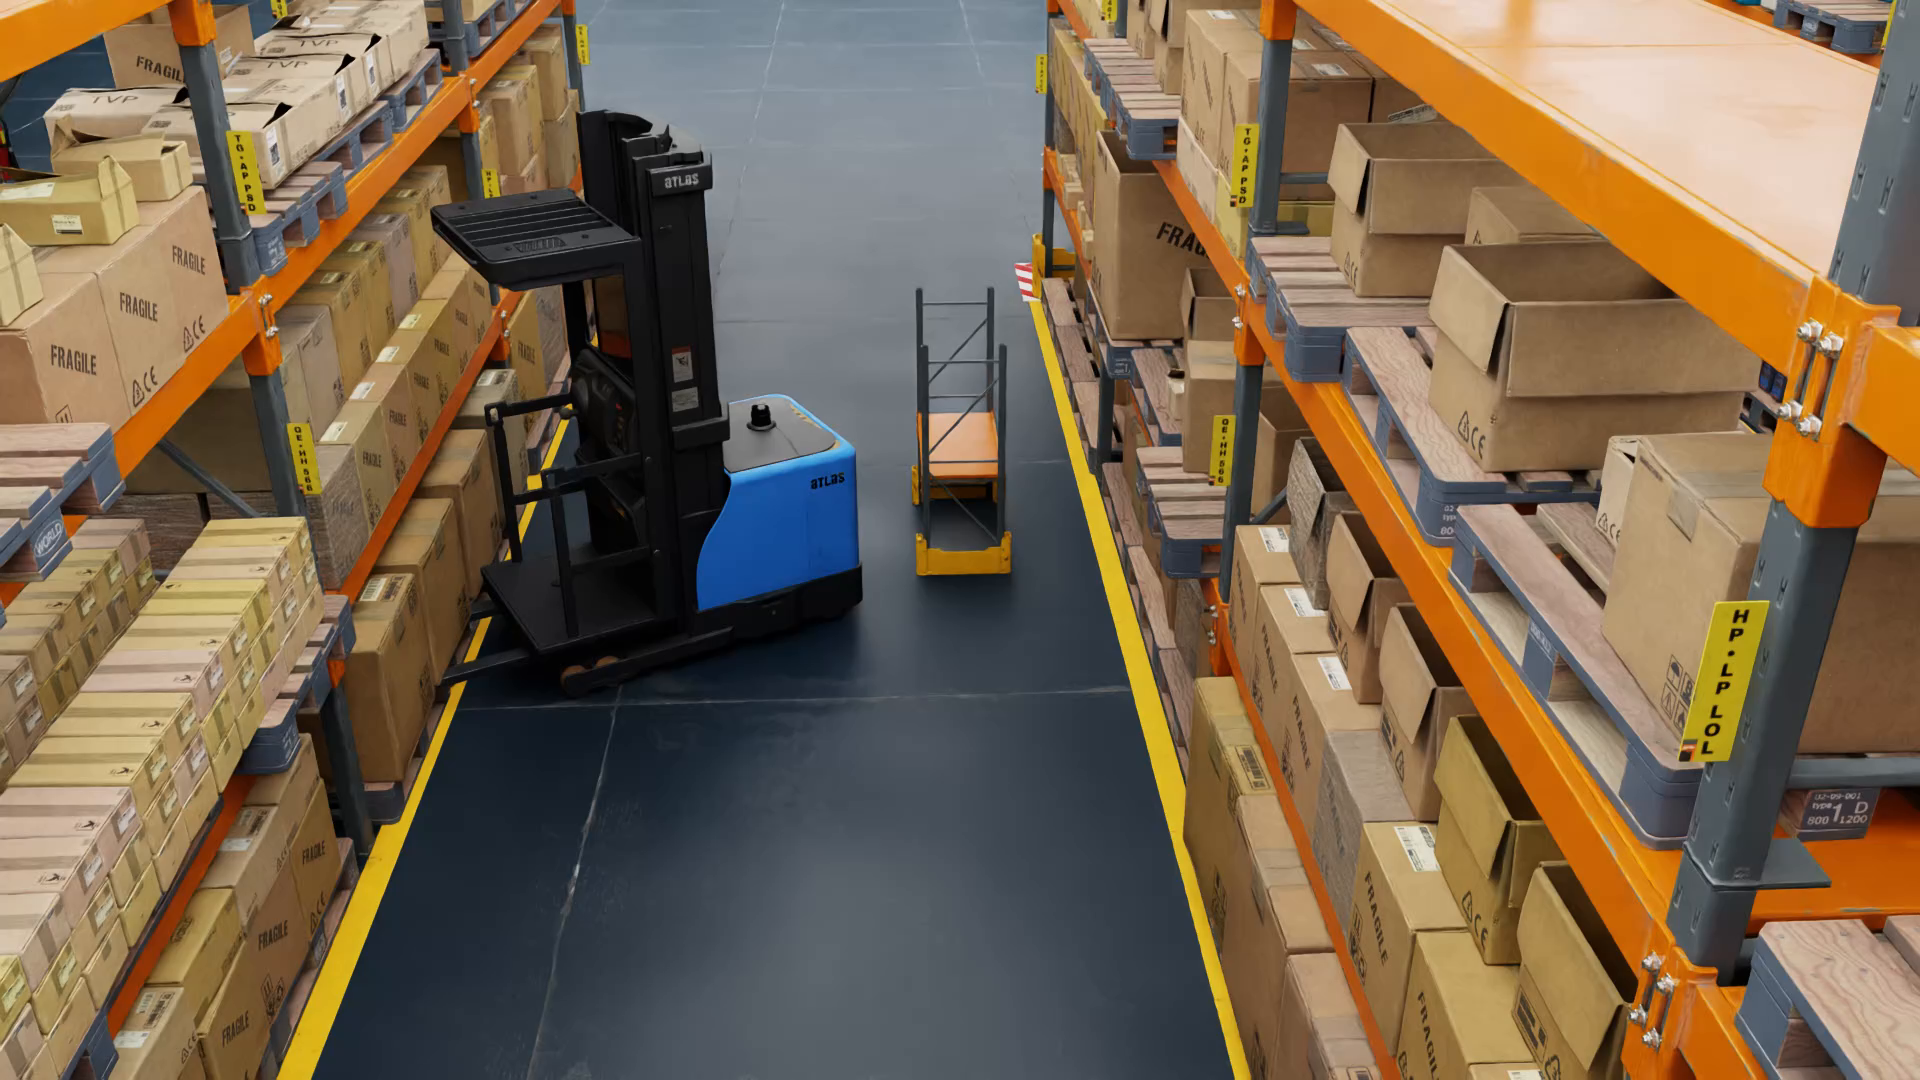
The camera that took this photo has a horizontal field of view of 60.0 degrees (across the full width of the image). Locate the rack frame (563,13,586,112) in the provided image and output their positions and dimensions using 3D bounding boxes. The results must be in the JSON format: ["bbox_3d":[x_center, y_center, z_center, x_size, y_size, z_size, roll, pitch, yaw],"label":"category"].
[{"bbox_3d":[-3.717,-3.539,14.291,1.000,3.000,0.127,-1,28,-3],"label":"rack frame"}]

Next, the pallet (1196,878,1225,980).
[{"bbox_3d":[1.625,1.685,7.291,1.003,0.211,1.213,-1,28,-3],"label":"pallet"}]

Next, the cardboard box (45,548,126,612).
[{"bbox_3d":[-3.452,0.160,6.375,0.380,0.149,0.250,-2,28,-4],"label":"cardboard box"}]

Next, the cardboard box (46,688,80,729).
[{"bbox_3d":[-3.434,0.666,6.047,0.380,0.149,0.250,0,28,0],"label":"cardboard box"}]

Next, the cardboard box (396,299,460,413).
[{"bbox_3d":[-3.161,-1.034,9.381,0.500,0.500,0.500,-1,28,-2],"label":"cardboard box"}]

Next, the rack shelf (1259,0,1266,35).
[{"bbox_3d":[1.554,-3.004,7.990,1.077,0.370,4.000,-1,28,-3],"label":"rack shelf"}]

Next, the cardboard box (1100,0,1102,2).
[{"bbox_3d":[1.122,-3.587,10.871,0.380,0.149,0.250,-3,28,-5],"label":"cardboard box"}]

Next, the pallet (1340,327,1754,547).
[{"bbox_3d":[1.807,-0.351,5.140,1.003,0.211,1.213,0,28,0],"label":"pallet"}]

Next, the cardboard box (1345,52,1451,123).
[{"bbox_3d":[1.891,-1.736,6.943,0.500,0.500,0.500,-1,28,-2],"label":"cardboard box"}]

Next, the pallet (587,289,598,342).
[{"bbox_3d":[-3.597,-1.935,14.231,1.003,0.211,1.213,-1,28,-3],"label":"pallet"}]

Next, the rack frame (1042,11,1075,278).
[{"bbox_3d":[1.241,-3.612,14.431,1.000,3.000,0.127,-1,28,-3],"label":"rack frame"}]

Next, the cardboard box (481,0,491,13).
[{"bbox_3d":[-3.203,-3.436,10.561,0.380,0.149,0.250,-1,28,-2],"label":"cardboard box"}]

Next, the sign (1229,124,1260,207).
[{"bbox_3d":[1.117,-1.464,6.511,0.100,0.325,0.005,-1,28,-3],"label":"sign"}]

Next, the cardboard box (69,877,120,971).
[{"bbox_3d":[-2.712,1.120,4.855,0.380,0.149,0.250,0,28,-1],"label":"cardboard box"}]

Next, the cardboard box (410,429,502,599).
[{"bbox_3d":[-3.340,-0.150,9.772,1.050,0.750,0.750,-1,28,-3],"label":"cardboard box"}]

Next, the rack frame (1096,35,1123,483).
[{"bbox_3d":[1.450,-1.764,10.889,1.000,3.000,0.127,-1,28,-3],"label":"rack frame"}]

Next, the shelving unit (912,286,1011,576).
[{"bbox_3d":[-0.004,-0.700,10.471,0.587,1.500,1.083,-1,28,-3],"label":"shelving unit"}]

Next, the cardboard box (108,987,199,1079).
[{"bbox_3d":[-2.918,1.764,5.563,0.500,0.250,0.500,0,28,-1],"label":"cardboard box"}]

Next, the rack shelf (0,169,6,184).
[{"bbox_3d":[-8.551,-2.130,12.368,1.077,0.370,4.000,-1,28,-3],"label":"rack shelf"}]

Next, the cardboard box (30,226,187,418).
[{"bbox_3d":[-2.977,-0.730,5.555,0.500,0.500,0.500,-1,28,-3],"label":"cardboard box"}]

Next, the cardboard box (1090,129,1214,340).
[{"bbox_3d":[1.352,-1.846,9.943,1.000,1.000,1.000,-1,28,-2],"label":"cardboard box"}]

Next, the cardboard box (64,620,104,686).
[{"bbox_3d":[-3.441,0.426,6.186,0.380,0.149,0.250,-2,28,-4],"label":"cardboard box"}]

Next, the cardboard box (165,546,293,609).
[{"bbox_3d":[-2.805,0.149,6.396,0.380,0.149,0.250,-2,28,-3],"label":"cardboard box"}]

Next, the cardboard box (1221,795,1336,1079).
[{"bbox_3d":[1.713,1.570,6.340,1.225,0.875,0.875,-1,28,-2],"label":"cardboard box"}]

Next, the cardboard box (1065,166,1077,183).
[{"bbox_3d":[1.050,-2.901,13.339,0.380,0.149,0.250,-1,28,-3],"label":"cardboard box"}]

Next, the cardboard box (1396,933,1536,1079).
[{"bbox_3d":[1.552,1.448,4.622,0.500,0.500,0.500,-1,28,-1],"label":"cardboard box"}]

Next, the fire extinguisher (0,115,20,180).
[{"bbox_3d":[-8.201,-3.402,14.113,0.296,0.674,0.183,-1,28,-3],"label":"fire extinguisher"}]

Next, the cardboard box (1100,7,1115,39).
[{"bbox_3d":[1.166,-3.232,10.622,0.500,0.250,0.500,0,28,-1],"label":"cardboard box"}]

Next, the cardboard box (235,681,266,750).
[{"bbox_3d":[-2.780,0.647,6.084,0.380,0.149,0.250,-2,28,-3],"label":"cardboard box"}]

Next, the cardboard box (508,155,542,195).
[{"bbox_3d":[-3.502,-2.434,12.010,0.875,0.550,0.550,-1,28,-3],"label":"cardboard box"}]

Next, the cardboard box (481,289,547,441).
[{"bbox_3d":[-3.471,-1.228,11.703,0.875,0.875,0.875,-1,28,-2],"label":"cardboard box"}]

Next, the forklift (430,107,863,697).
[{"bbox_3d":[-2.112,-0.722,8.965,3.031,2.935,1.130,-15,31,-27],"label":"forklift"}]

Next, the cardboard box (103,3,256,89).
[{"bbox_3d":[-3.670,-2.245,7.897,0.500,0.500,0.500,-1,28,-3],"label":"cardboard box"}]

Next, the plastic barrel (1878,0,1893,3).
[{"bbox_3d":[6.451,-4.085,11.098,0.600,0.901,0.708,-1,28,-3],"label":"plastic barrel"}]

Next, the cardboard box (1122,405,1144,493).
[{"bbox_3d":[1.461,-0.567,10.821,0.700,0.500,0.500,-3,28,-7],"label":"cardboard box"}]

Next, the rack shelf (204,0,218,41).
[{"bbox_3d":[-3.404,-2.931,7.850,1.077,0.370,4.000,-1,28,-3],"label":"rack shelf"}]

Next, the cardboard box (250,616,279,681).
[{"bbox_3d":[-2.787,0.411,6.214,0.380,0.149,0.250,-1,28,-1],"label":"cardboard box"}]

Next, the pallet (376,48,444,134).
[{"bbox_3d":[-3.411,-2.514,9.290,0.805,0.209,1.217,-2,28,-5],"label":"pallet"}]

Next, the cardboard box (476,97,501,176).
[{"bbox_3d":[-3.638,-2.659,11.275,0.875,0.550,0.550,-1,28,-3],"label":"cardboard box"}]

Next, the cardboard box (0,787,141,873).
[{"bbox_3d":[-2.721,0.875,5.004,0.380,0.149,0.250,0,28,-1],"label":"cardboard box"}]

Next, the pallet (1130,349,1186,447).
[{"bbox_3d":[1.515,-0.745,9.143,1.003,0.211,1.213,-1,28,-3],"label":"pallet"}]

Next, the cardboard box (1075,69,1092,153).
[{"bbox_3d":[1.099,-3.047,11.837,0.500,0.500,0.500,-1,28,-3],"label":"cardboard box"}]

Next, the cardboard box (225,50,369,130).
[{"bbox_3d":[-3.171,-2.173,7.963,0.500,0.311,0.500,-2,28,-4],"label":"cardboard box"}]

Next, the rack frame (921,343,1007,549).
[{"bbox_3d":[0.022,-0.470,10.029,0.500,1.500,0.032,-1,28,-3],"label":"rack frame"}]

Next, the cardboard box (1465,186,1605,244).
[{"bbox_3d":[1.896,-0.801,5.237,0.500,0.500,0.500,0,28,0],"label":"cardboard box"}]

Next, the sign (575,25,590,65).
[{"bbox_3d":[-3.175,-4.164,13.981,0.100,0.325,0.005,-1,28,-3],"label":"sign"}]

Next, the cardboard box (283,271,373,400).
[{"bbox_3d":[-3.370,-1.010,8.253,0.700,0.500,0.500,-2,28,-3],"label":"cardboard box"}]

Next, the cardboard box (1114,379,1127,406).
[{"bbox_3d":[1.432,-1.292,12.233,0.500,0.500,0.500,7,28,14],"label":"cardboard box"}]

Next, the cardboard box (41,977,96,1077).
[{"bbox_3d":[-2.694,1.376,4.686,0.380,0.149,0.250,-1,28,-2],"label":"cardboard box"}]

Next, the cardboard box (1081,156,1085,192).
[{"bbox_3d":[1.386,-2.842,12.526,0.875,0.500,0.500,-1,28,-3],"label":"cardboard box"}]

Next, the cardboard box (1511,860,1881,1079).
[{"bbox_3d":[1.826,1.146,4.116,0.797,0.503,0.637,-2,28,-4],"label":"cardboard box"}]
